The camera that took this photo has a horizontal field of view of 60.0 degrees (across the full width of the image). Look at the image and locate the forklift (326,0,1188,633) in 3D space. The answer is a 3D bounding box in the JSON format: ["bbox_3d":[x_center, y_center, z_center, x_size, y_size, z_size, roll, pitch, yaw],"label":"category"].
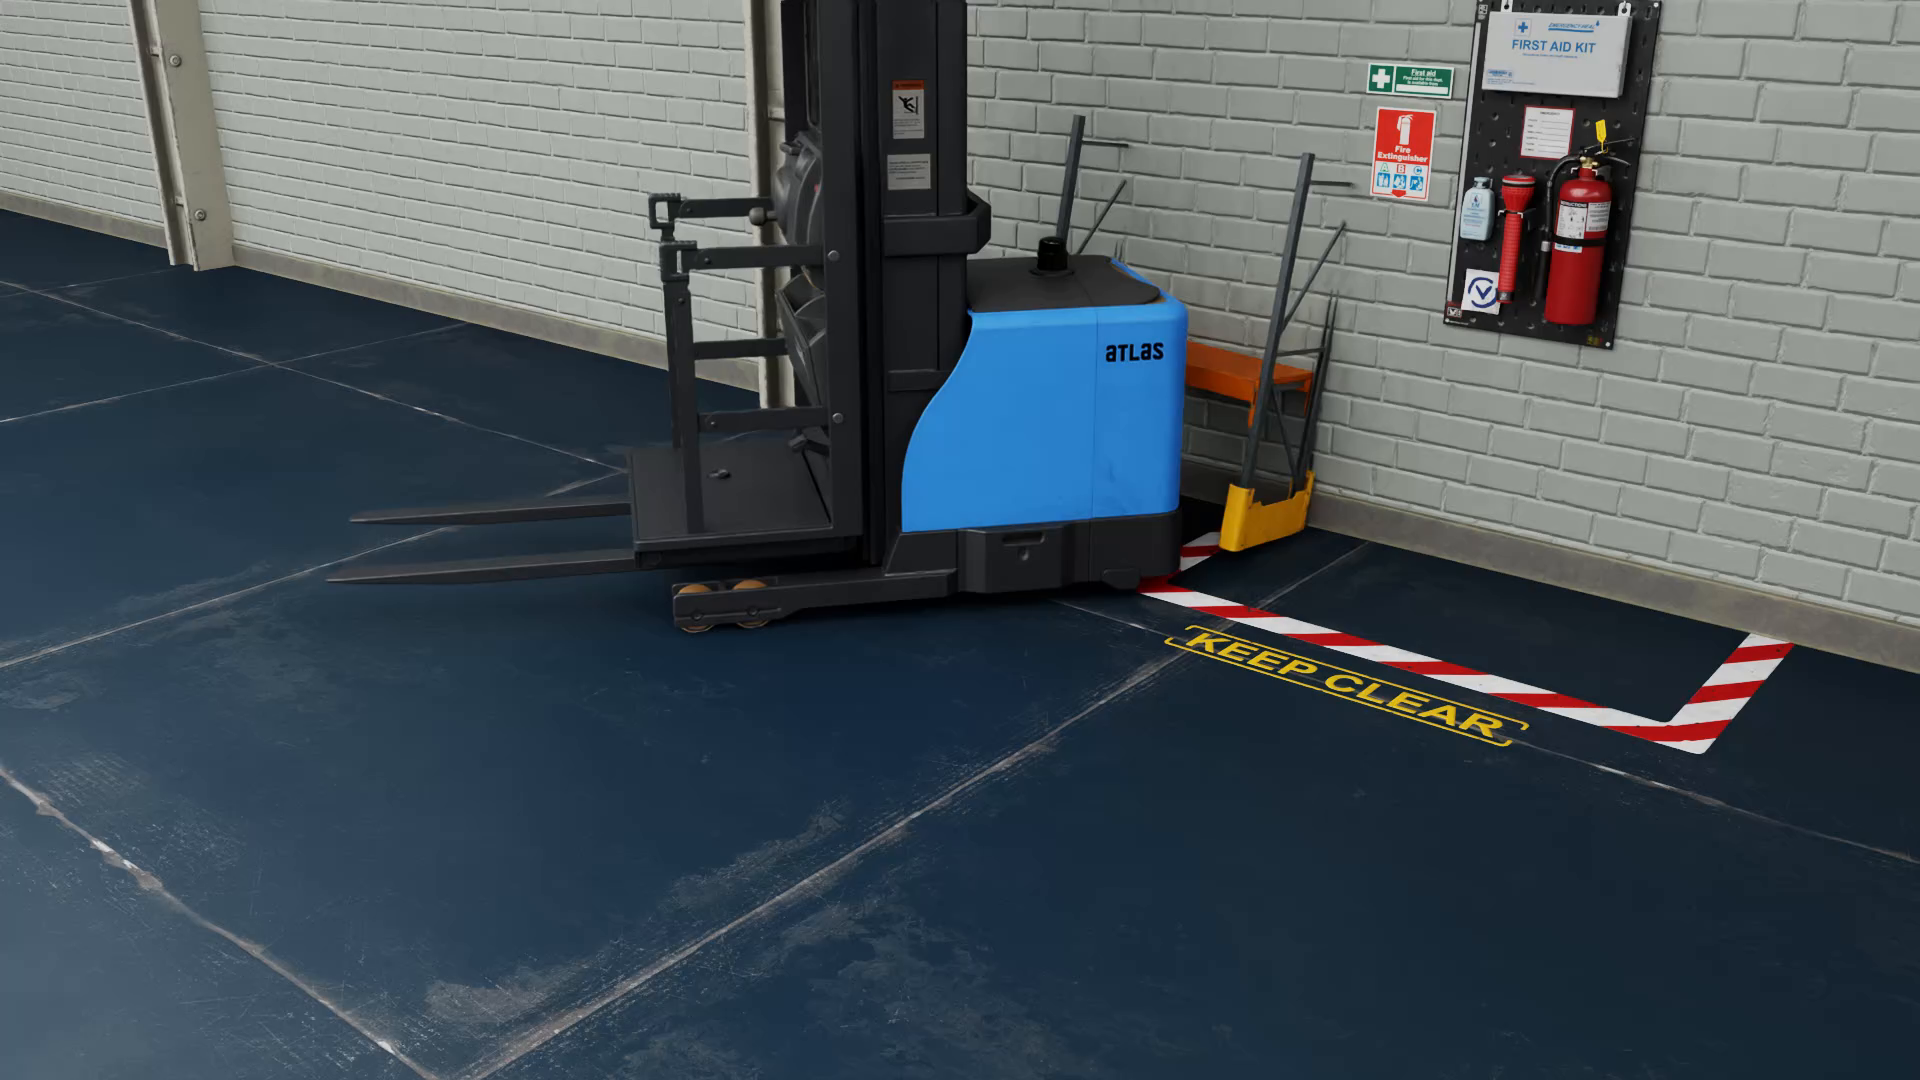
[{"bbox_3d":[-0.751,-1.250,5.828,3.031,2.935,1.130,-4,21,-11],"label":"forklift"}]

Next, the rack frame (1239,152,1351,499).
[{"bbox_3d":[1.301,-0.718,6.392,0.032,1.500,0.500,20,20,35],"label":"rack frame"}]

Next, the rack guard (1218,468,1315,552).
[{"bbox_3d":[1.216,-0.125,6.570,0.087,0.250,0.587,20,20,35],"label":"rack guard"}]

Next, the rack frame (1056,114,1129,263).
[{"bbox_3d":[0.516,-1.003,6.972,0.032,1.500,0.500,20,20,35],"label":"rack frame"}]

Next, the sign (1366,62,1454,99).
[{"bbox_3d":[1.636,-1.673,6.053,0.331,0.109,0.001,16,26,36],"label":"sign"}]

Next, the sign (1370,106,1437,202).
[{"bbox_3d":[1.638,-1.429,6.155,0.234,0.329,0.001,16,26,36],"label":"sign"}]

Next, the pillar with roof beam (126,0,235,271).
[{"bbox_3d":[-8.127,-5.006,7.191,0.400,9.000,9.100,16,26,36],"label":"pillar with roof beam"}]

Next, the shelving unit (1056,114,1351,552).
[{"bbox_3d":[0.915,-0.858,6.677,1.083,1.500,0.587,20,20,35],"label":"shelving unit"}]

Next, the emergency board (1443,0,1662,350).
[{"bbox_3d":[2.001,-1.261,5.760,0.643,1.169,0.194,16,26,36],"label":"emergency board"}]

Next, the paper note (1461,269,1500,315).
[{"bbox_3d":[1.907,-0.907,6.070,0.142,0.148,0.016,16,26,36],"label":"paper note"}]

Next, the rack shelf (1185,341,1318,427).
[{"bbox_3d":[0.884,-0.690,6.733,1.000,0.185,0.538,20,20,35],"label":"rack shelf"}]

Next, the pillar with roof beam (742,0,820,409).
[{"bbox_3d":[-3.479,-3.668,3.641,0.400,9.000,9.100,16,26,36],"label":"pillar with roof beam"}]
